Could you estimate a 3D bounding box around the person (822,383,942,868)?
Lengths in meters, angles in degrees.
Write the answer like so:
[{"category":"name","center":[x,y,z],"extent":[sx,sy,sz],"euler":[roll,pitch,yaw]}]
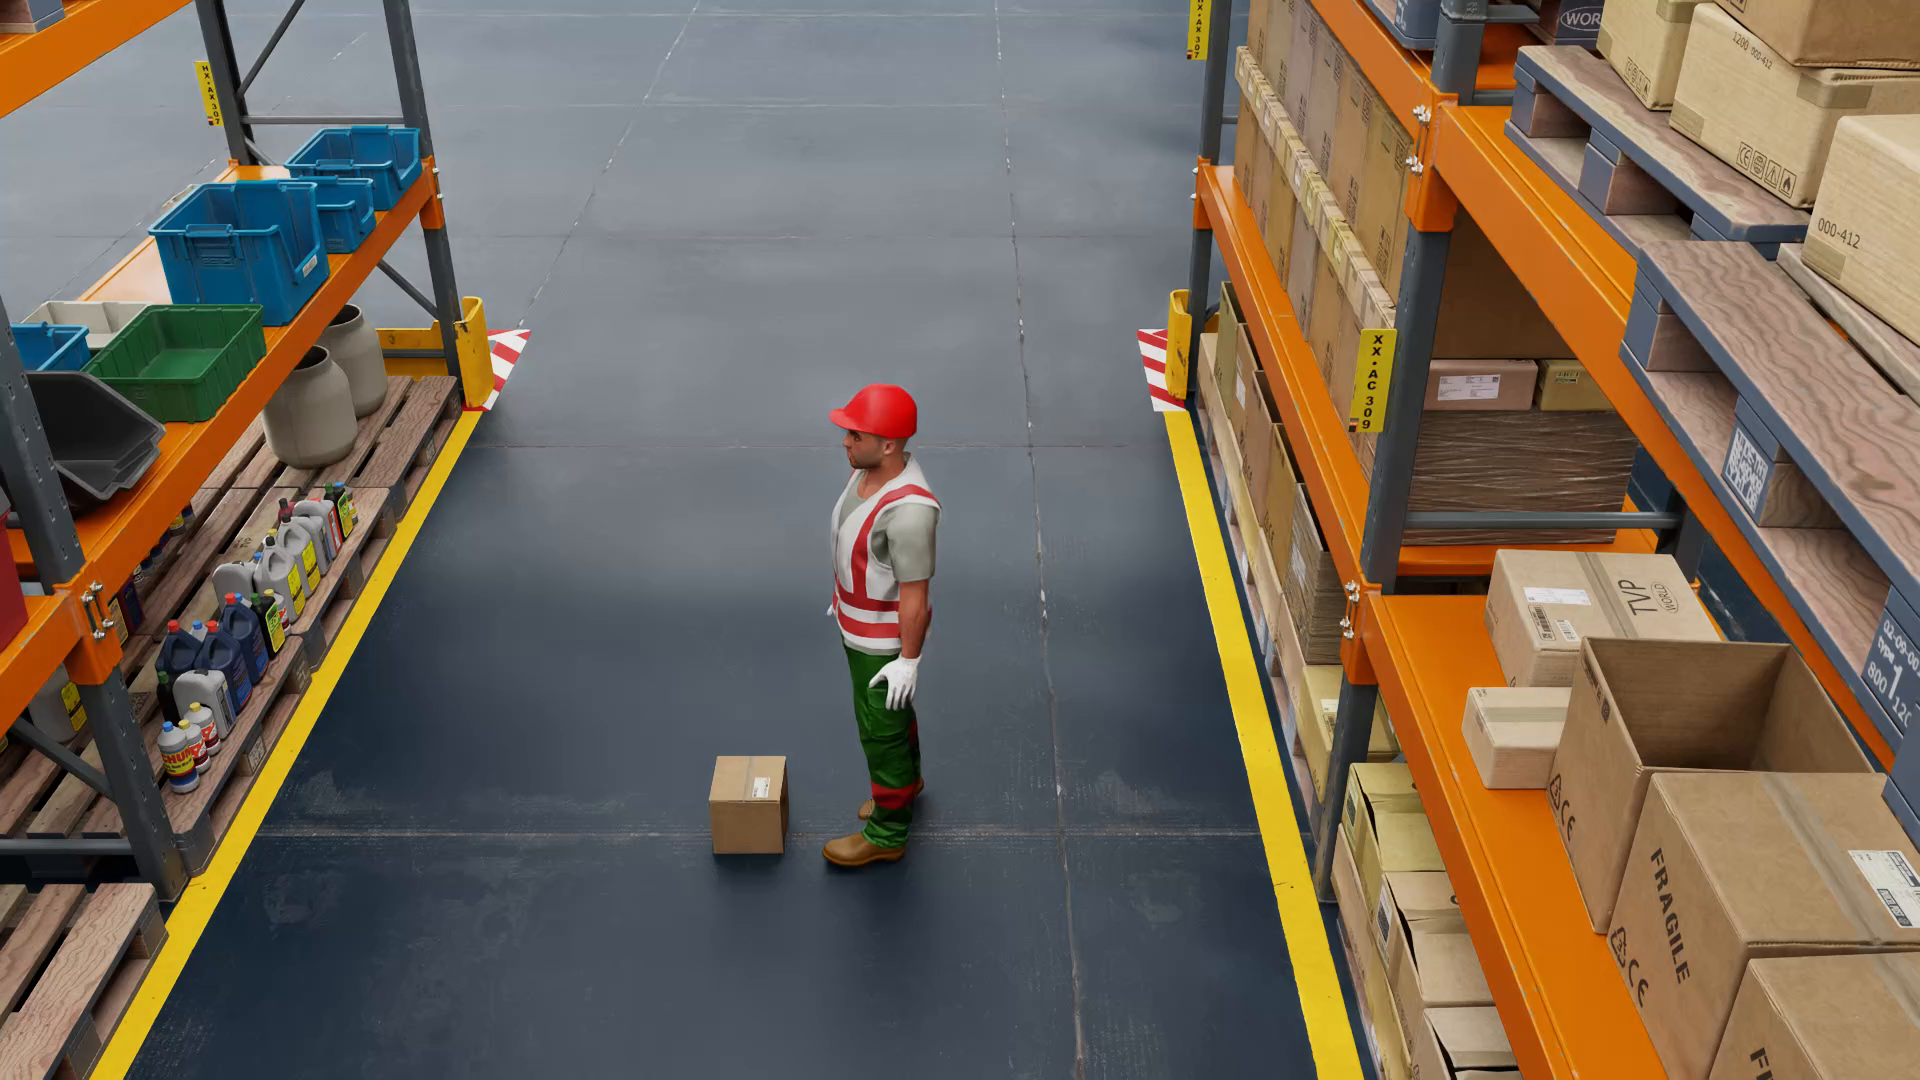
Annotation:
[{"category":"person","center":[-0.298,0.315,5.599],"extent":[0.447,1.822,0.572],"euler":[-8,32,-13]}]
